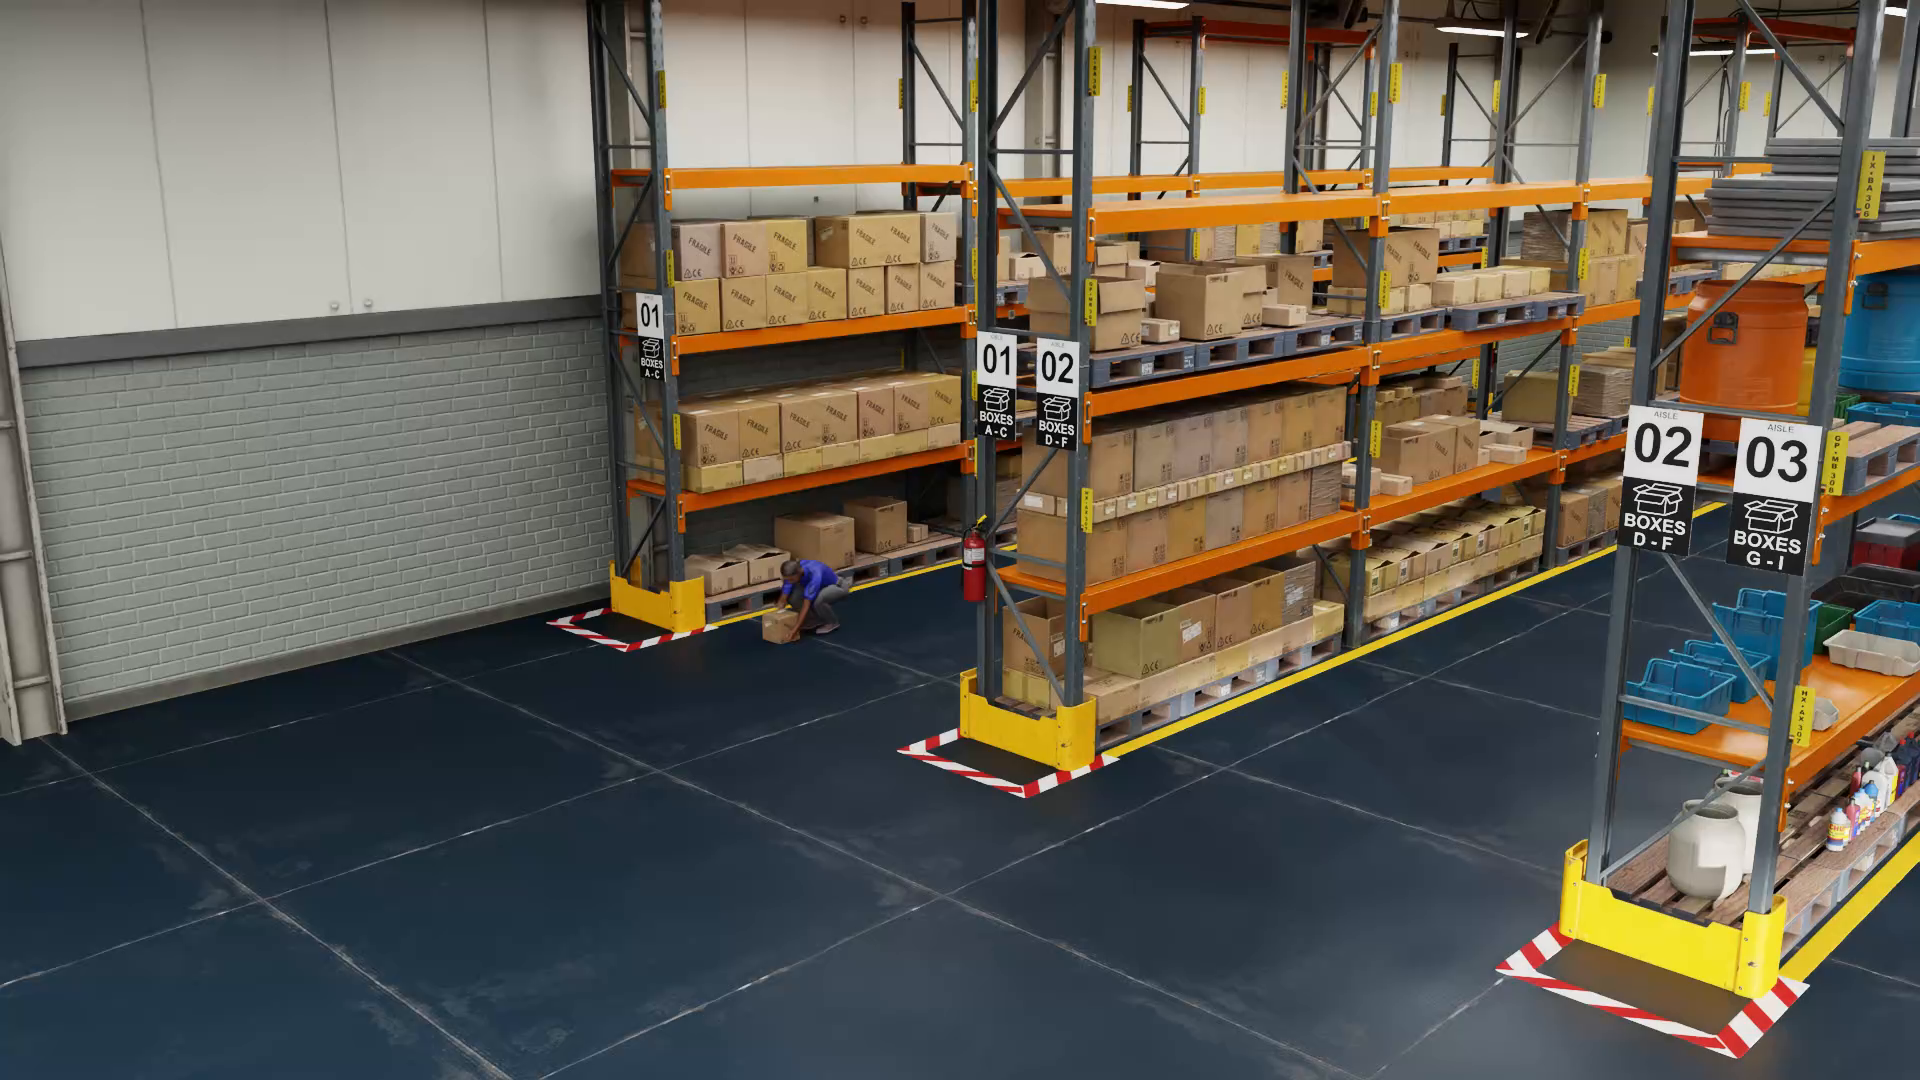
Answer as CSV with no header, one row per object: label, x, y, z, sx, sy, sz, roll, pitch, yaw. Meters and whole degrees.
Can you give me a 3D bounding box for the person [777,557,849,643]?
person,-1.425,0.511,15.827,0.462,0.799,0.848,13,19,42
